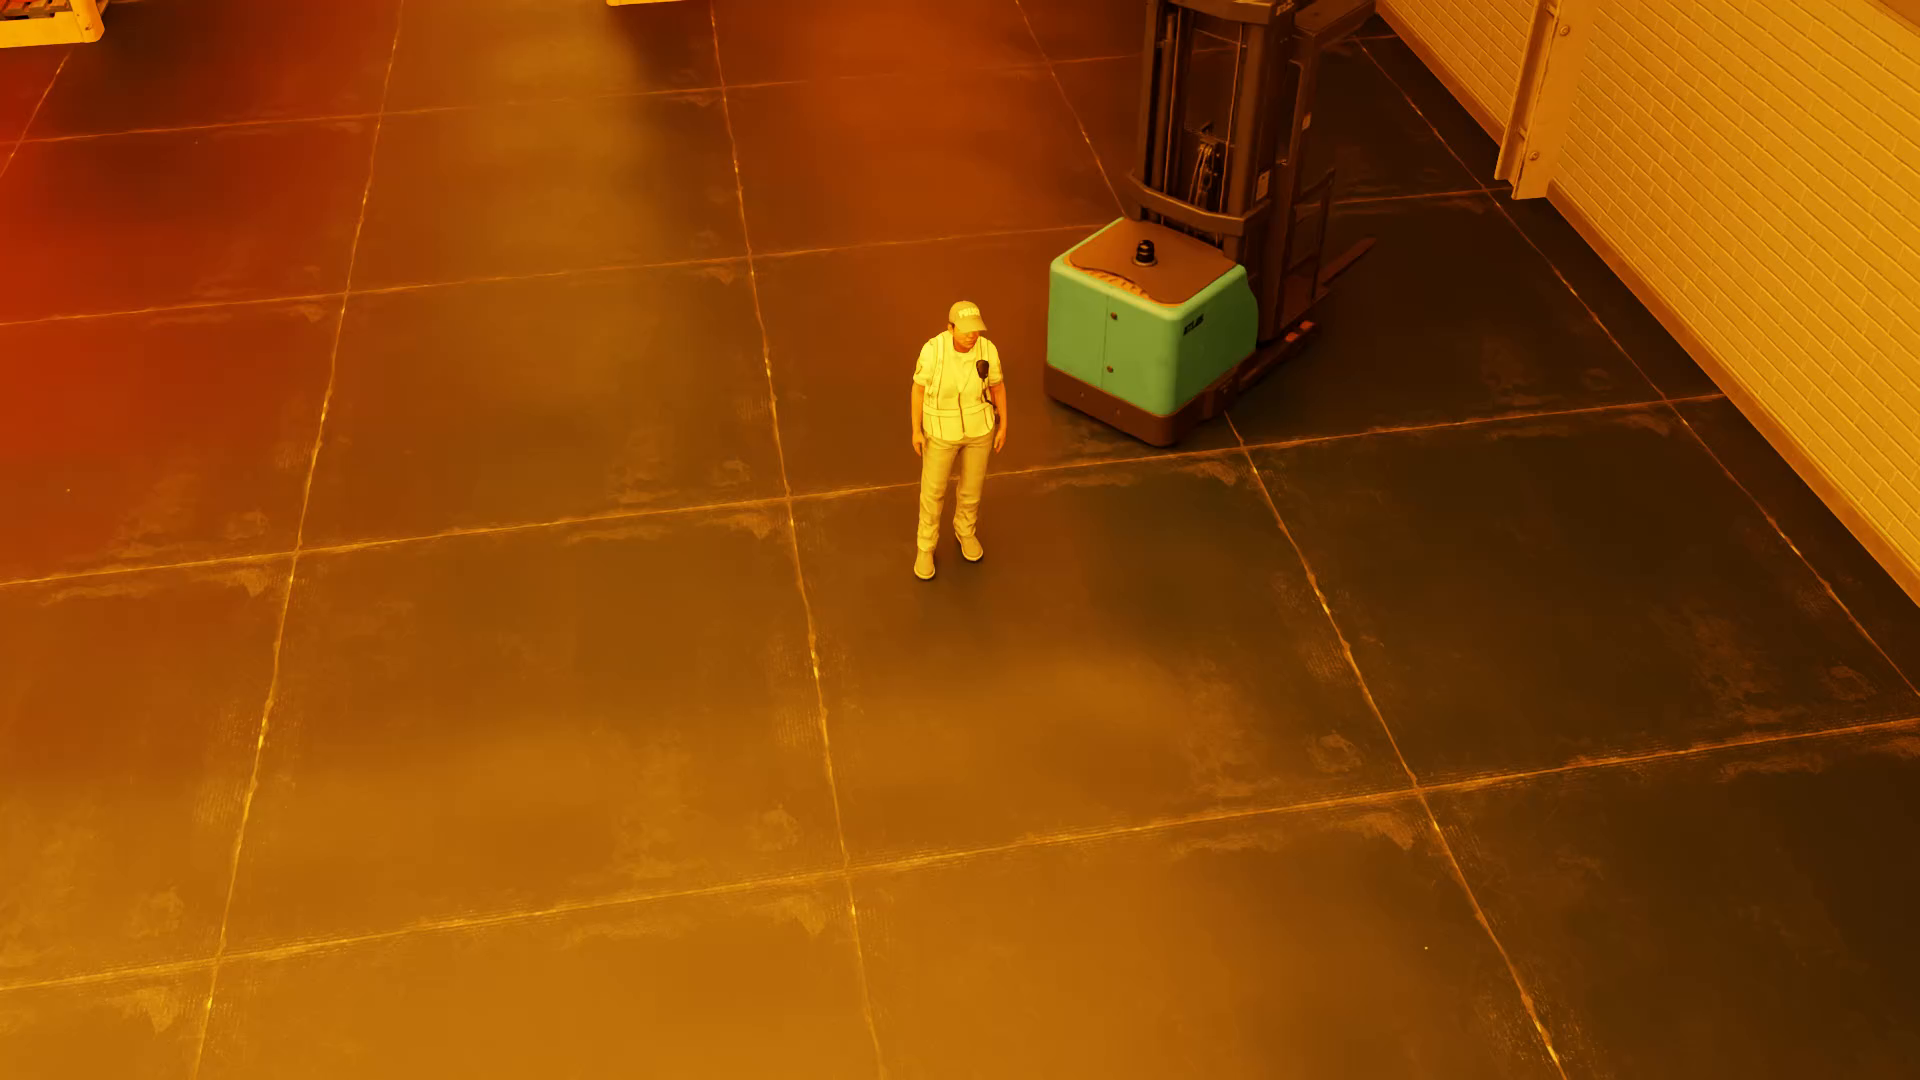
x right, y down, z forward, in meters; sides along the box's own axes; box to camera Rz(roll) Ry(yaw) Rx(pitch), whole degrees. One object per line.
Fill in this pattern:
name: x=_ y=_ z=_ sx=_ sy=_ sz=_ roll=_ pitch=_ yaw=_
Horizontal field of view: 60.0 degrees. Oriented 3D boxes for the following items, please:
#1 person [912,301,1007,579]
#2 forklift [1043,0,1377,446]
person: x=-0.009 y=-0.589 z=9.616 sx=0.598 sy=1.670 sz=0.529 roll=-7 pitch=41 yaw=-8
forklift: x=1.906 y=-2.608 z=11.026 sx=1.130 sy=2.935 sz=3.031 roll=29 pitch=48 yaw=30
